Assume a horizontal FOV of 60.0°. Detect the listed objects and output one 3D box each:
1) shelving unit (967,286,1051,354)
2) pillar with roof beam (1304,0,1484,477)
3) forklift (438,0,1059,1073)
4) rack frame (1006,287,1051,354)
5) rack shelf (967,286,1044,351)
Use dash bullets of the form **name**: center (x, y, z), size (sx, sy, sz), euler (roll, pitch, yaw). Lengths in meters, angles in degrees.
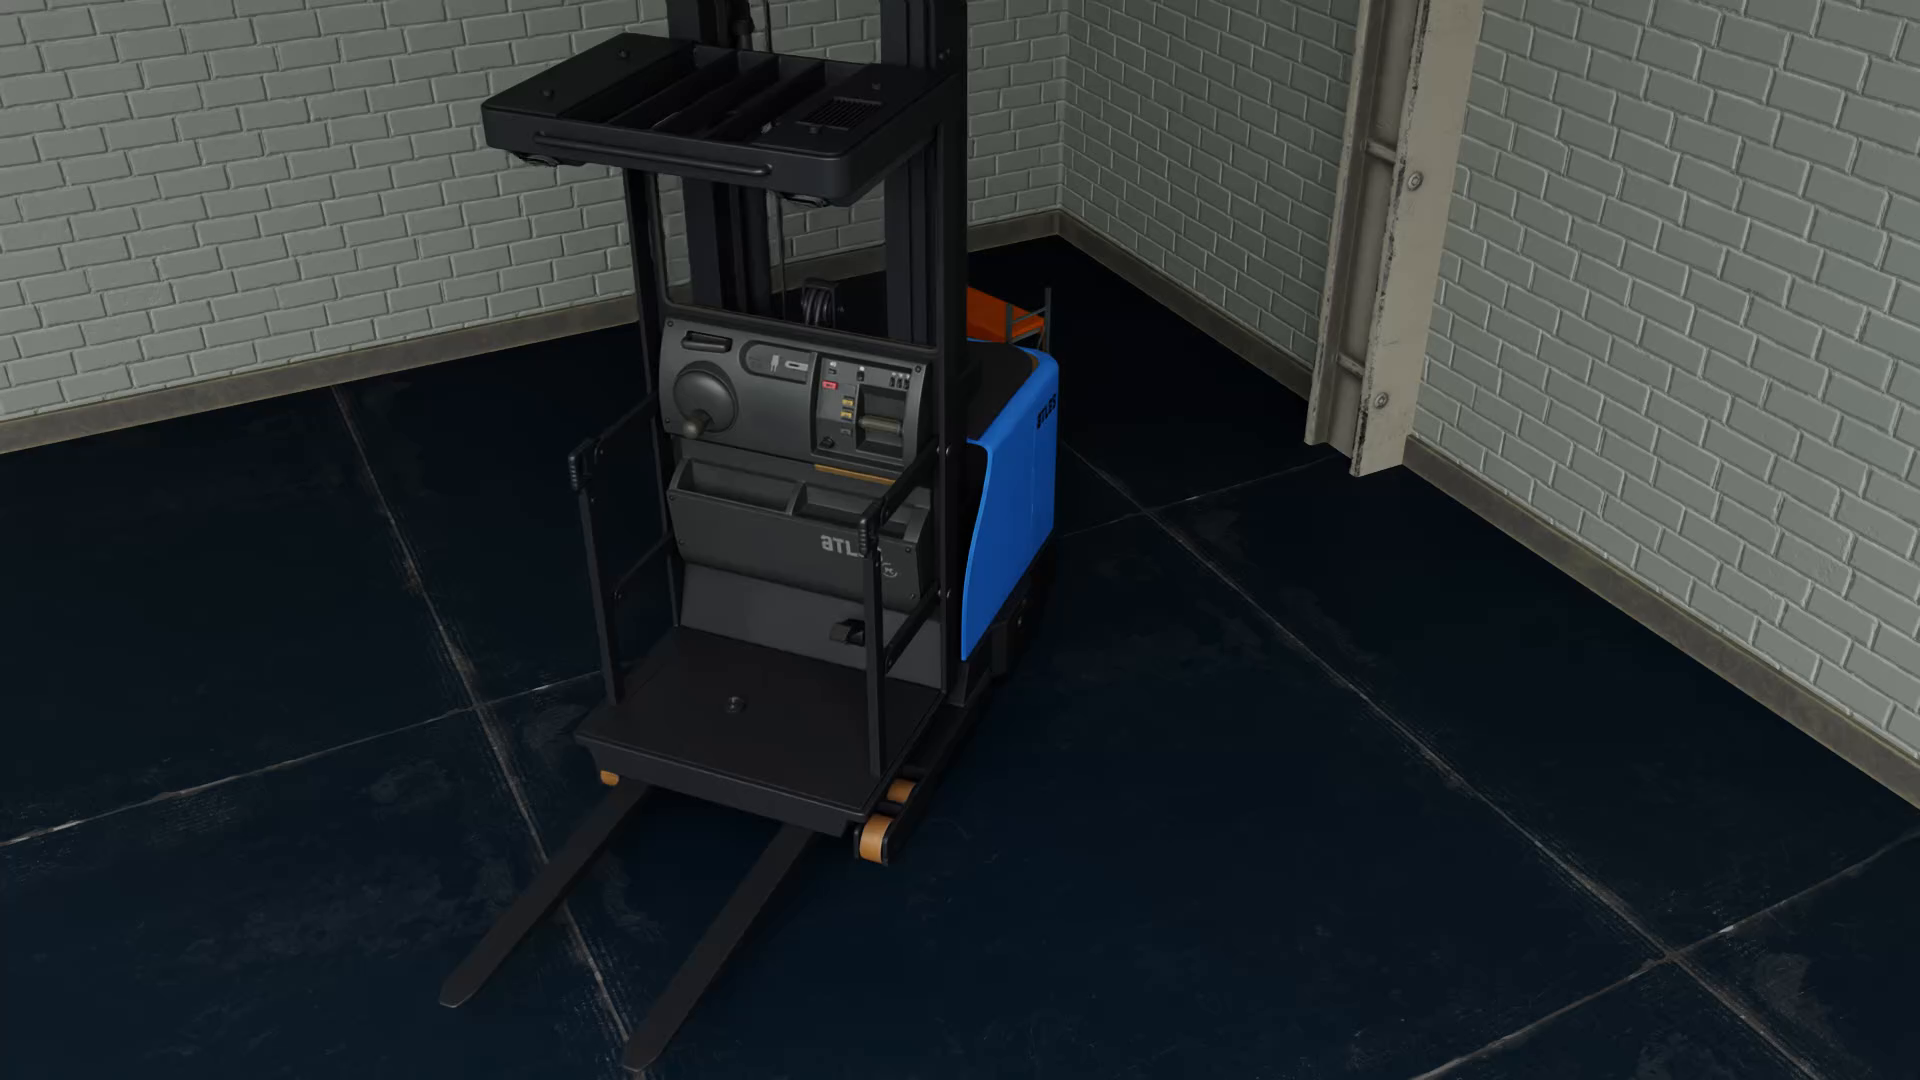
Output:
- **shelving unit**: center (0.101, -0.546, 6.990), size (0.258, 1.200, 0.503), euler (-27, 42, -36)
- **pillar with roof beam**: center (-1.930, -3.129, 3.793), size (9.100, 9.000, 0.400), euler (-16, 36, -23)
- **forklift**: center (-0.624, -0.412, 5.176), size (1.130, 2.935, 3.031), euler (12, 35, 18)
- **rack frame**: center (0.270, -0.451, 6.842), size (0.240, 1.200, 0.015), euler (-27, 42, -36)
- **rack shelf**: center (0.101, -0.877, 6.778), size (0.258, 0.148, 0.480), euler (-27, 42, -36)
